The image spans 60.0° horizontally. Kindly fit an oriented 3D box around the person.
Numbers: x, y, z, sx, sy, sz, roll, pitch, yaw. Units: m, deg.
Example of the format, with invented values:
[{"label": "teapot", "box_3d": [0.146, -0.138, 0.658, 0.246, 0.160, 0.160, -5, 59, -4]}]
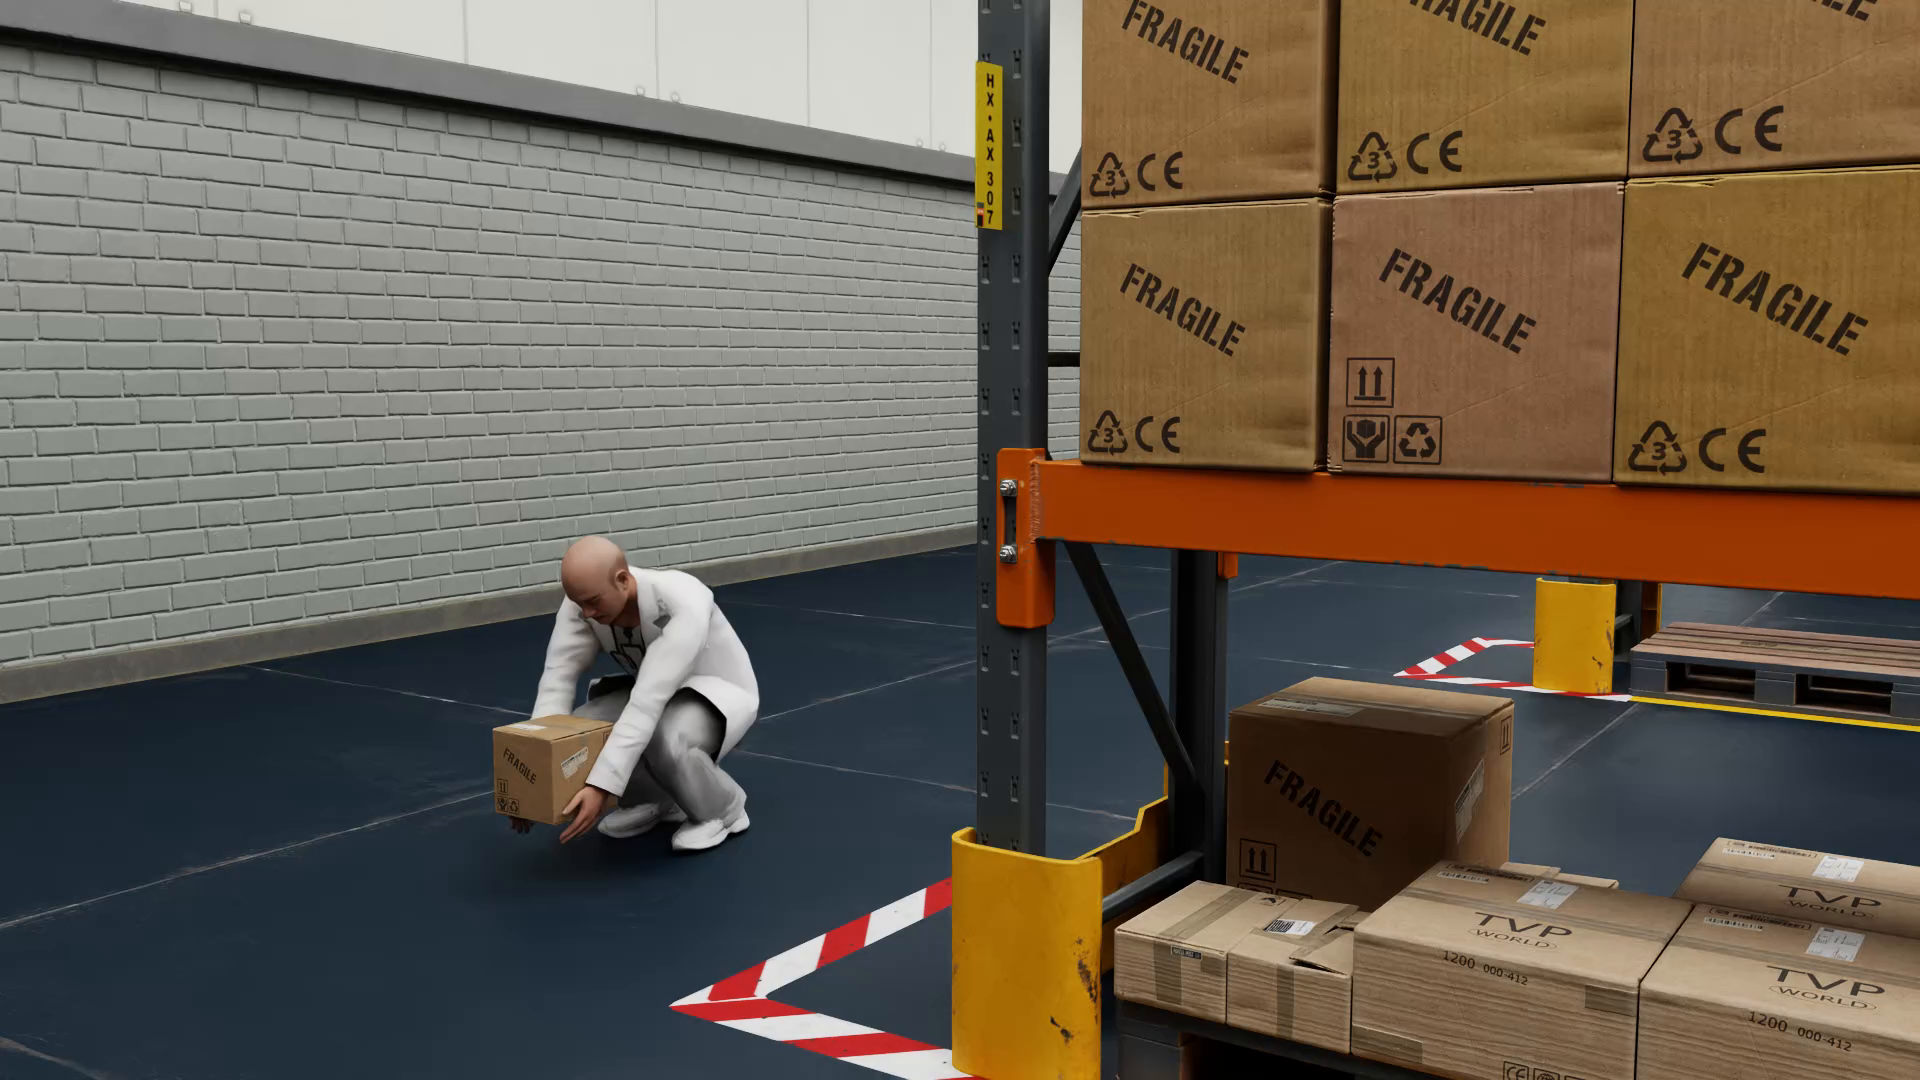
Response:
[{"label": "person", "box_3d": [-0.989, 0.471, 5.133, 0.578, 0.980, 0.939, 4, 7, 32]}]
